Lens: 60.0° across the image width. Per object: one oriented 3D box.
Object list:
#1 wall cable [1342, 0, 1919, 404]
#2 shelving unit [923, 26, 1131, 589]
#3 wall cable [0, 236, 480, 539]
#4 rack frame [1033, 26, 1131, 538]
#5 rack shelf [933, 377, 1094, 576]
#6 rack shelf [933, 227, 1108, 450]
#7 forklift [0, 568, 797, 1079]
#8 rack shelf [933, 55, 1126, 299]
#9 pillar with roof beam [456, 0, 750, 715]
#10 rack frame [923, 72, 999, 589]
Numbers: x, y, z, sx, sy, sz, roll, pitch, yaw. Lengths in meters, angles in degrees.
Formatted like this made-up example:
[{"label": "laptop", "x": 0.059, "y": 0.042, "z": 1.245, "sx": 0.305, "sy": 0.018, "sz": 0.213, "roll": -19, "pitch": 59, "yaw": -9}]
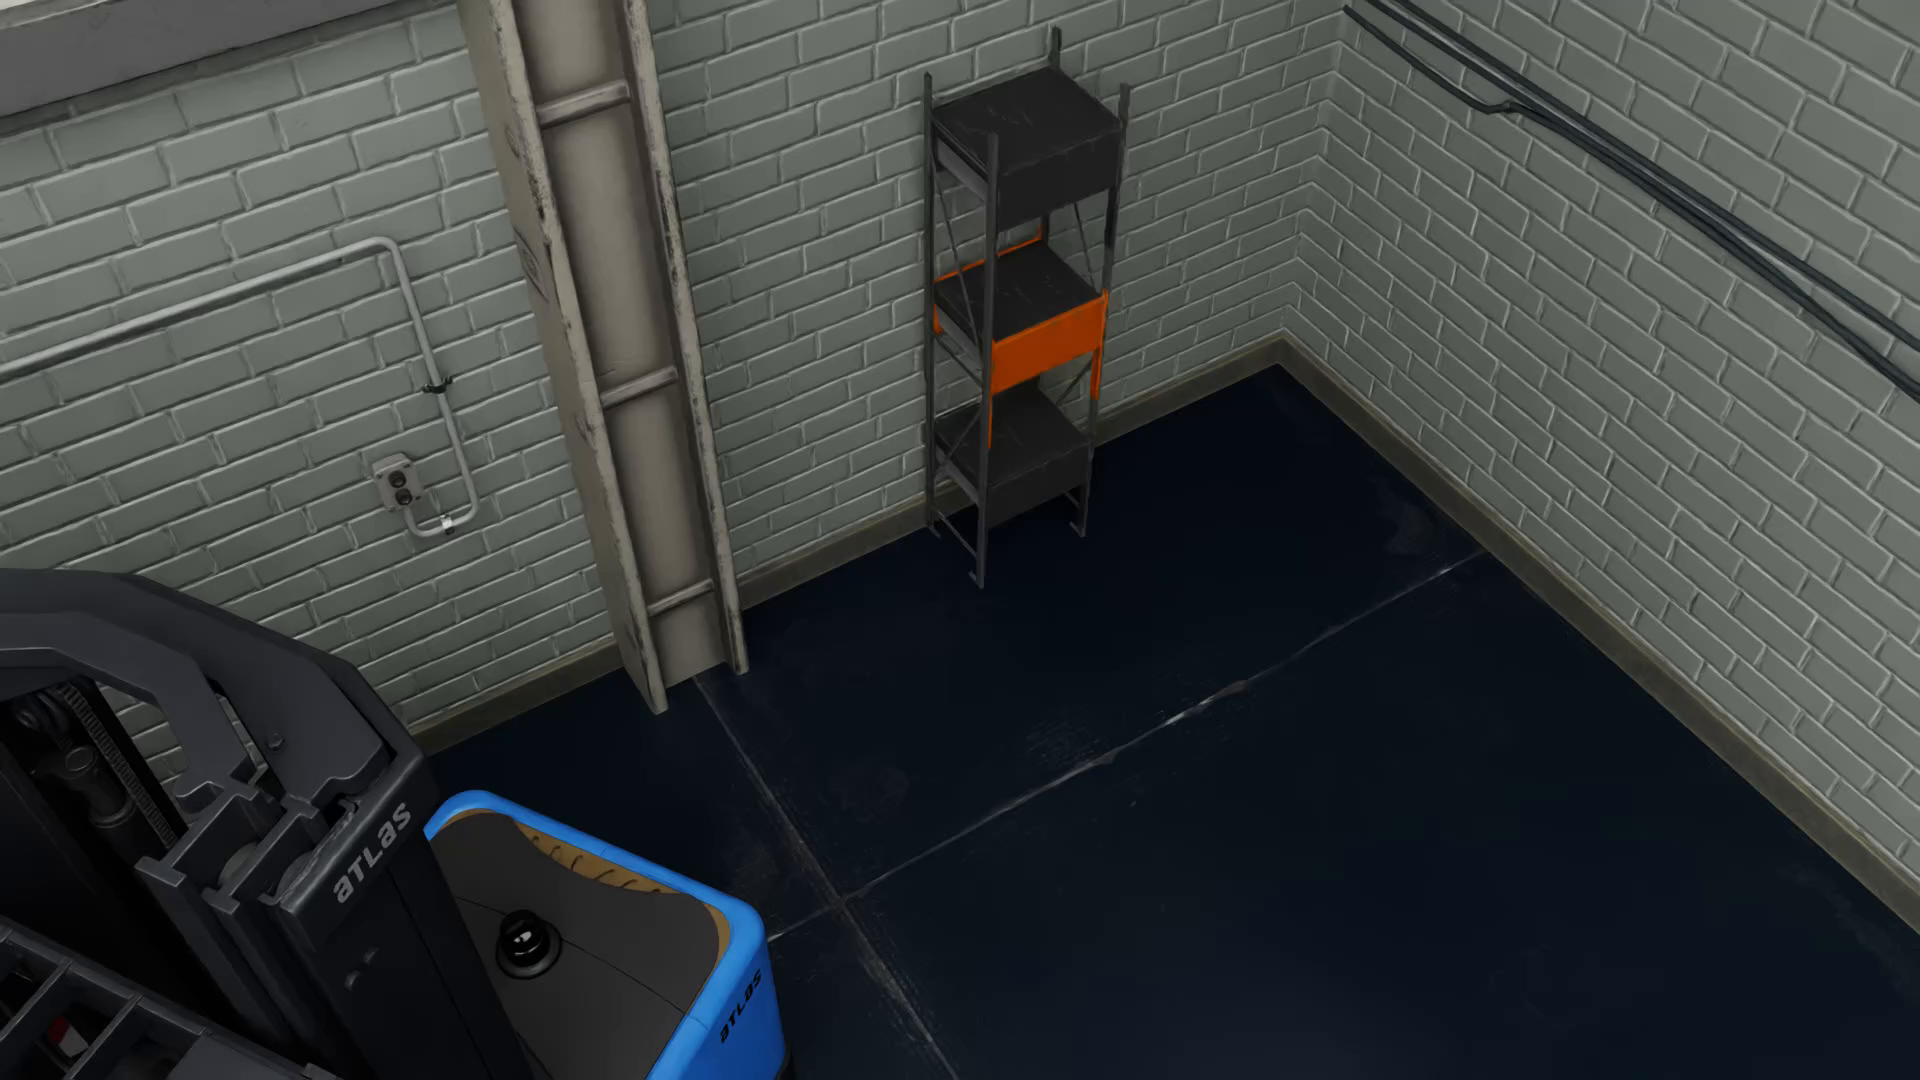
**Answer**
[{"label": "wall cable", "x": 2.116, "y": -1.896, "z": 4.437, "sx": 0.112, "sy": 2.526, "sz": 3.097, "roll": -25, "pitch": 53, "yaw": -21}, {"label": "shelving unit", "x": 0.194, "y": -0.726, "z": 5.905, "sx": 0.503, "sy": 2.100, "sz": 0.431, "roll": -26, "pitch": 54, "yaw": -21}, {"label": "wall cable", "x": -2.280, "y": -0.351, "z": 4.319, "sx": 1.851, "sy": 1.984, "sz": 0.084, "roll": -25, "pitch": 53, "yaw": -21}, {"label": "rack frame", "x": 0.398, "y": -0.825, "z": 5.994, "sx": 0.015, "sy": 2.100, "sz": 0.400, "roll": -26, "pitch": 54, "yaw": -21}, {"label": "rack shelf", "x": 0.186, "y": -0.258, "z": 6.443, "sx": 0.480, "sy": 0.518, "sz": 0.431, "roll": -26, "pitch": 54, "yaw": -21}, {"label": "rack shelf", "x": 0.194, "y": -0.717, "z": 5.915, "sx": 0.480, "sy": 0.518, "sz": 0.431, "roll": -26, "pitch": 54, "yaw": -21}, {"label": "forklift", "x": -1.580, "y": 1.569, "z": 3.335, "sx": 1.130, "sy": 2.935, "sz": 3.031, "roll": 19, "pitch": 51, "yaw": 16}, {"label": "rack shelf", "x": 0.202, "y": -1.176, "z": 5.387, "sx": 0.480, "sy": 0.518, "sz": 0.431, "roll": -26, "pitch": 54, "yaw": -21}, {"label": "pillar with roof beam", "x": 1.260, "y": 0.196, "z": 0.495, "sx": 0.400, "sy": 9.000, "sz": 9.100, "roll": -25, "pitch": 53, "yaw": -21}, {"label": "rack frame", "x": -0.010, "y": -0.627, "z": 5.816, "sx": 0.015, "sy": 2.100, "sz": 0.400, "roll": -26, "pitch": 54, "yaw": -21}]
